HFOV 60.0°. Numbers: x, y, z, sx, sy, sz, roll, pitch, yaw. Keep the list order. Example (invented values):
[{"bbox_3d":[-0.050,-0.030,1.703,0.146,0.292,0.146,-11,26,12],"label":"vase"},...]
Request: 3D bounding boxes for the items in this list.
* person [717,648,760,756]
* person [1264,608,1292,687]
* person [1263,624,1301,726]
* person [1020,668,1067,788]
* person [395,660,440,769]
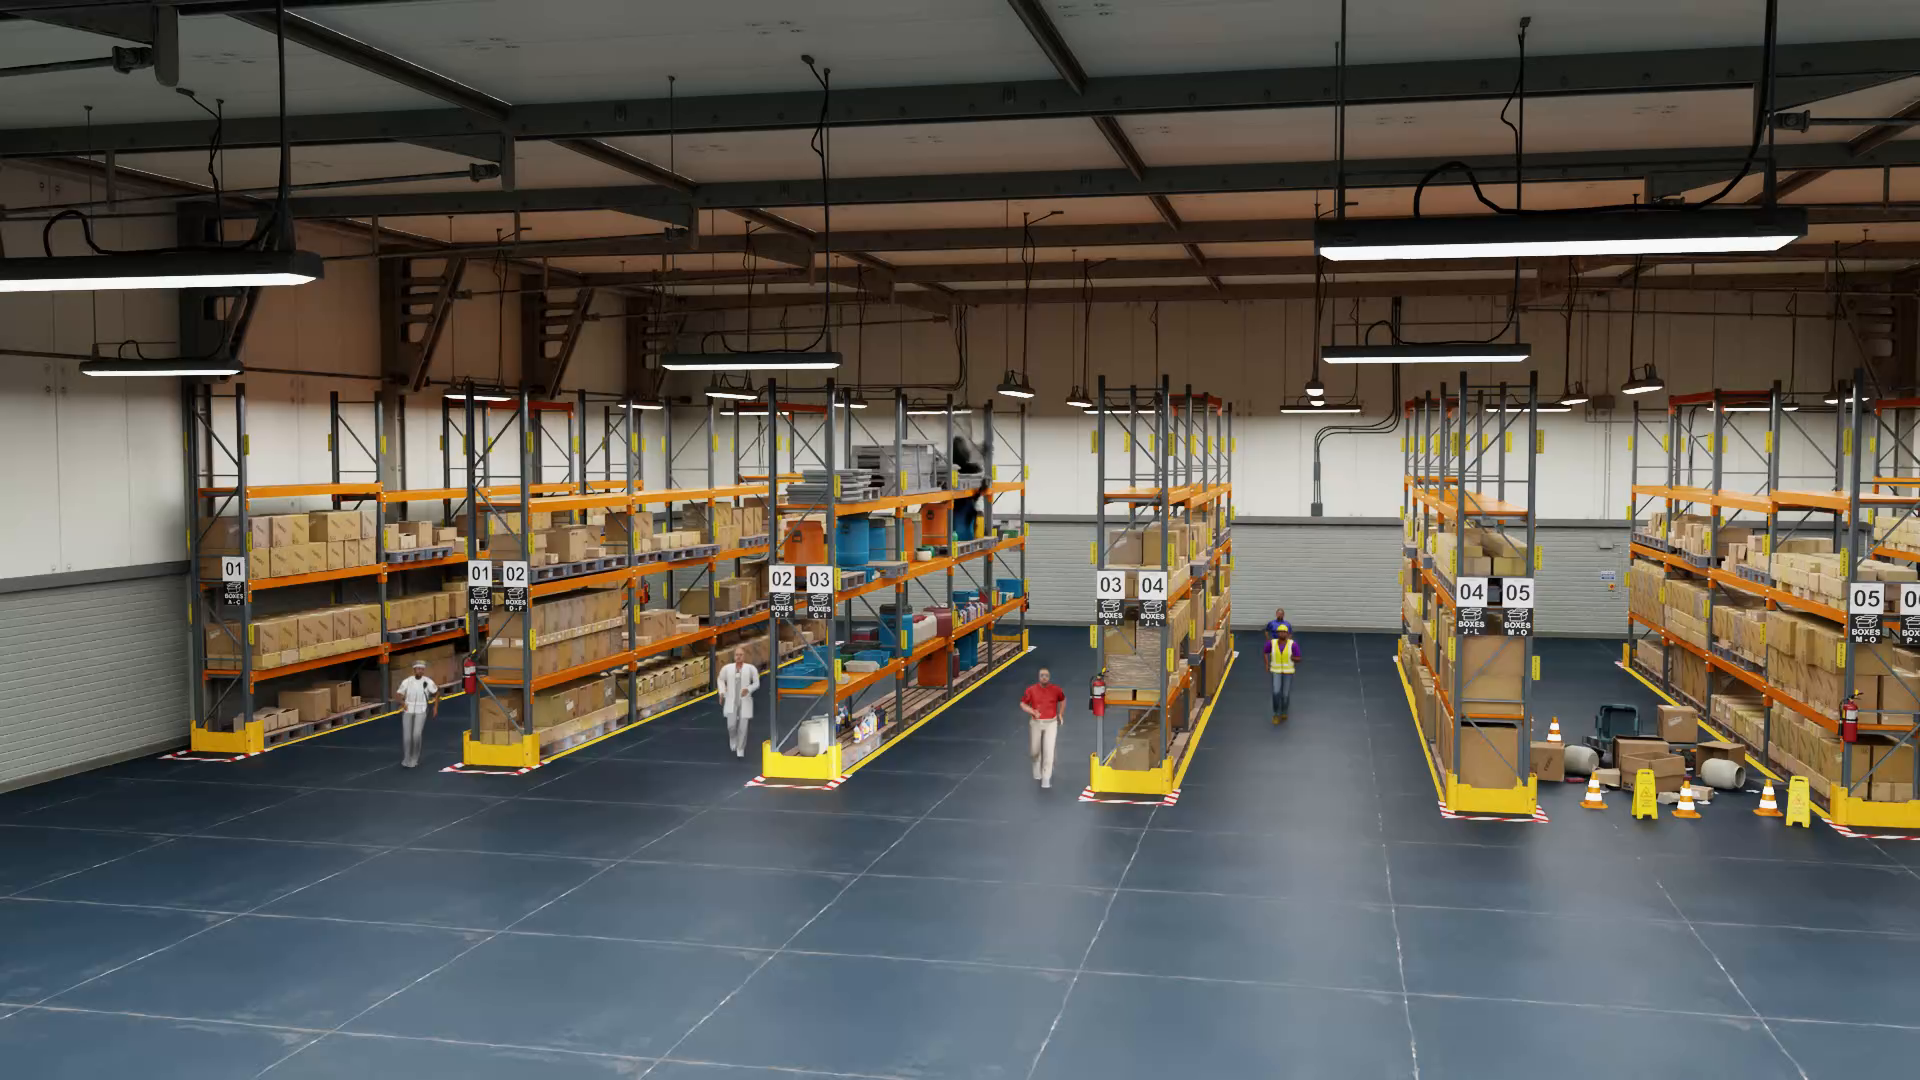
[{"bbox_3d":[-3.552,2.608,26.638,0.701,1.735,0.624,0,3,-4],"label":"person"},{"bbox_3d":[6.531,2.238,34.086,0.546,1.640,0.676,0,3,7],"label":"person"},{"bbox_3d":[5.775,2.419,29.825,0.672,1.813,0.715,0,3,8],"label":"person"},{"bbox_3d":[1.228,2.727,24.452,0.686,1.702,0.871,0,3,2],"label":"person"},{"bbox_3d":[-8.428,2.700,25.829,0.648,1.679,0.592,-1,3,-12],"label":"person"}]
